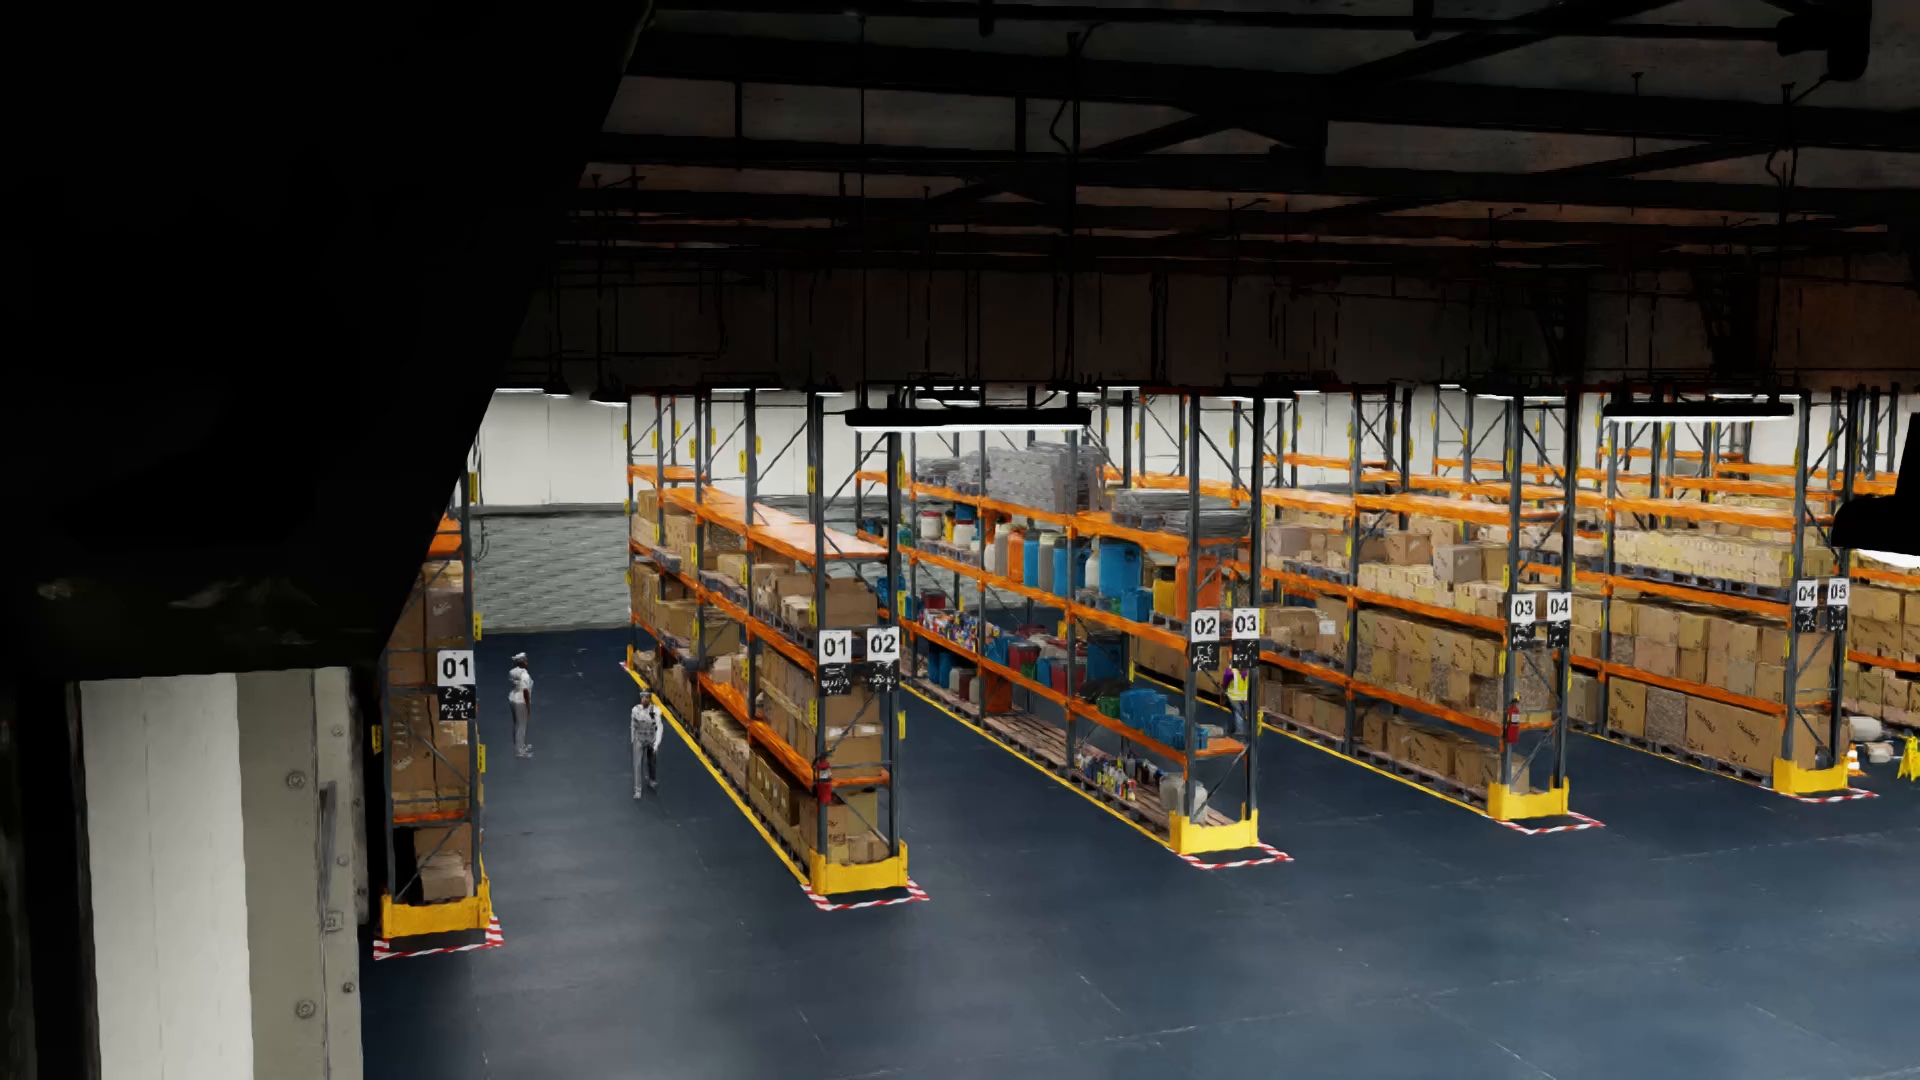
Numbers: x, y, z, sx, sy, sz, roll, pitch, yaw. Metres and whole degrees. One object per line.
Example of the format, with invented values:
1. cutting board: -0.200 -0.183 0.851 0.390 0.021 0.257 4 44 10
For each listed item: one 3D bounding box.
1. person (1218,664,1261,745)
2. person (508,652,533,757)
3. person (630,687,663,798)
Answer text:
1. person: 4.662 2.639 27.539 0.591 1.716 1.042 -2 6 -20
2. person: -7.159 2.673 27.224 0.443 1.680 0.545 -5 8 -41
3. person: -4.641 2.964 24.660 0.482 1.621 0.988 -1 6 -10
